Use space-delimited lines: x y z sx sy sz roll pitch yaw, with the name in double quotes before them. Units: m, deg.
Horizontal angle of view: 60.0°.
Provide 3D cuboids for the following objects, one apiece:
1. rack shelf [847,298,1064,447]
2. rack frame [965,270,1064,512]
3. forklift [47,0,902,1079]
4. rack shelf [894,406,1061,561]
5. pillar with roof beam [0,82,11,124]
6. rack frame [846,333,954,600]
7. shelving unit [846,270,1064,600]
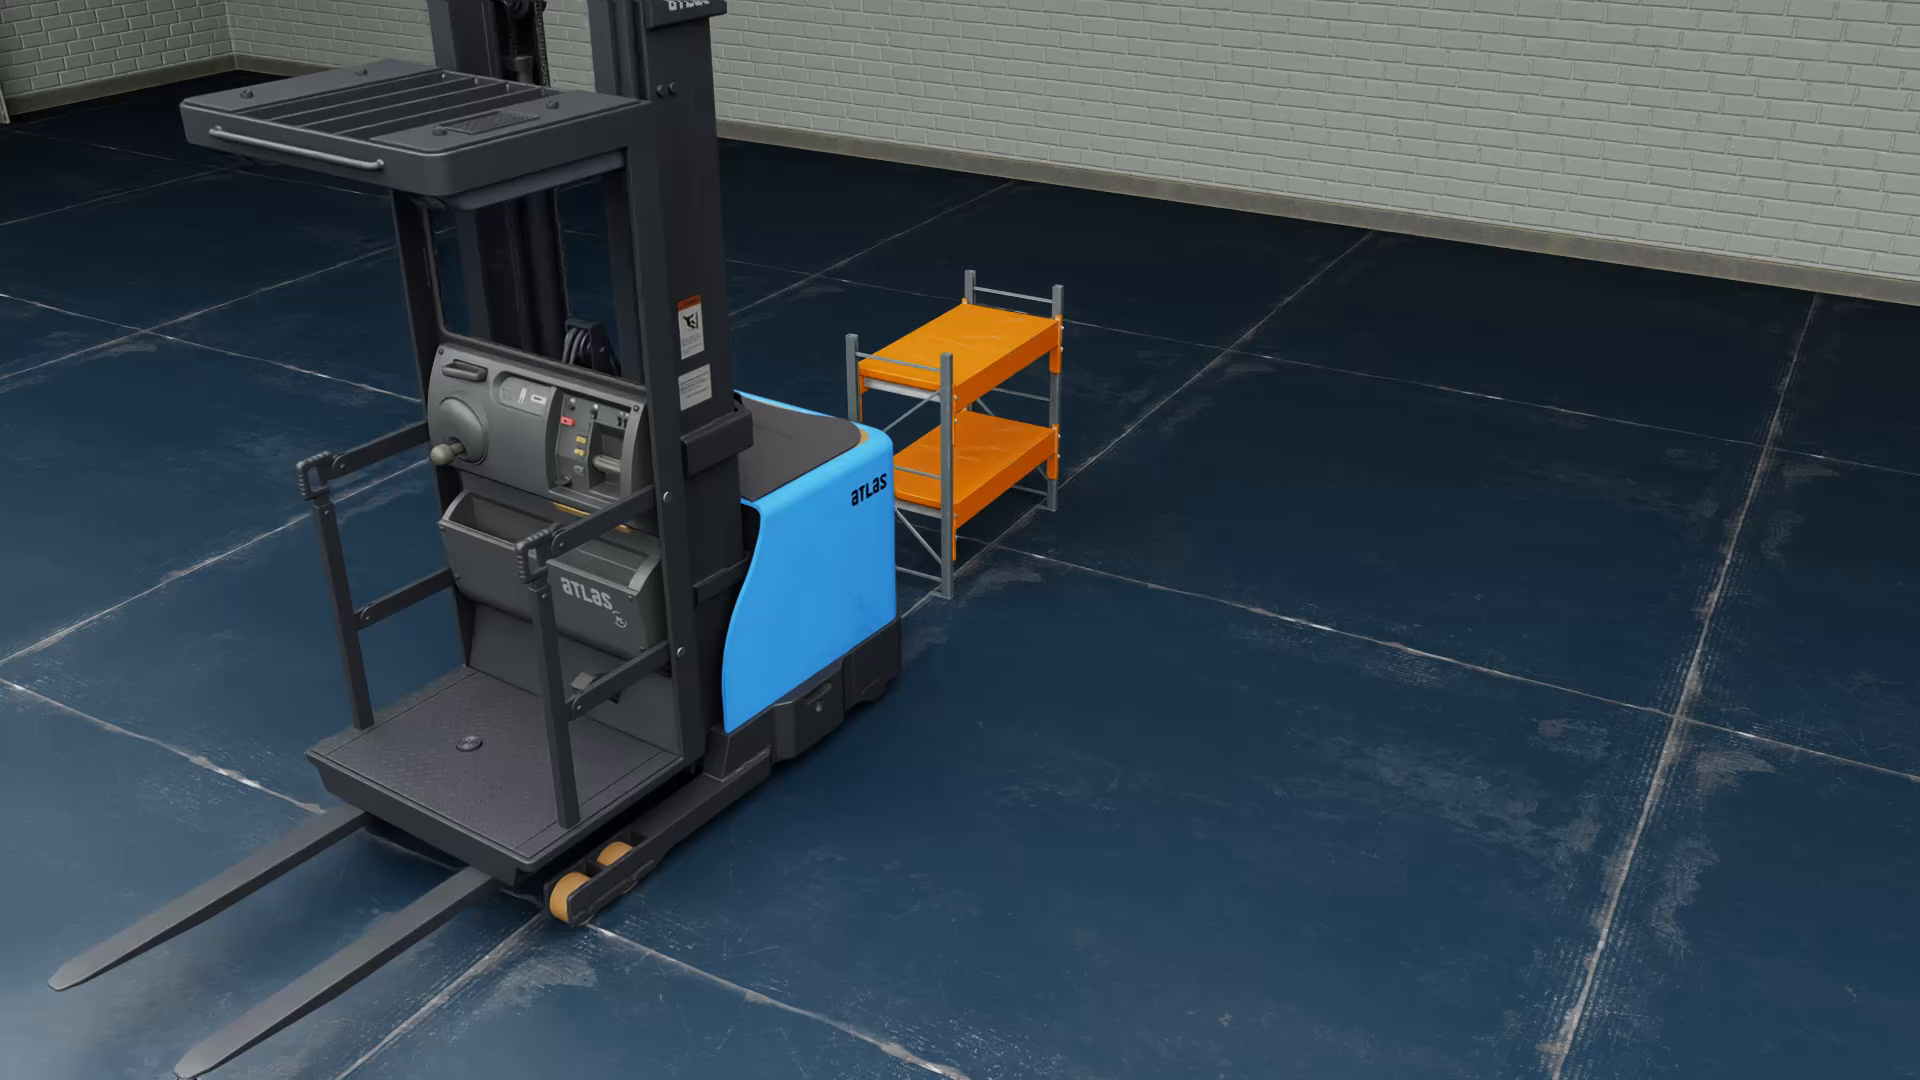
"rack shelf" -0.003 -0.762 7.362 0.538 0.278 1.000 14 30 26
"rack frame" 0.247 -0.698 7.889 0.500 1.125 0.032 14 30 26
"forklift" -1.475 -0.327 5.129 1.130 2.935 3.031 17 31 30
"rack shelf" -0.003 -0.282 7.602 0.538 0.278 1.000 14 30 26
"pillar with roof beam" -5.357 -6.937 11.556 9.100 9.000 0.400 14 30 26
"rack frame" -0.253 -0.302 7.097 0.500 1.125 0.032 14 30 26
"shelving unit" -0.003 -0.500 7.493 0.538 1.125 1.048 14 30 26
